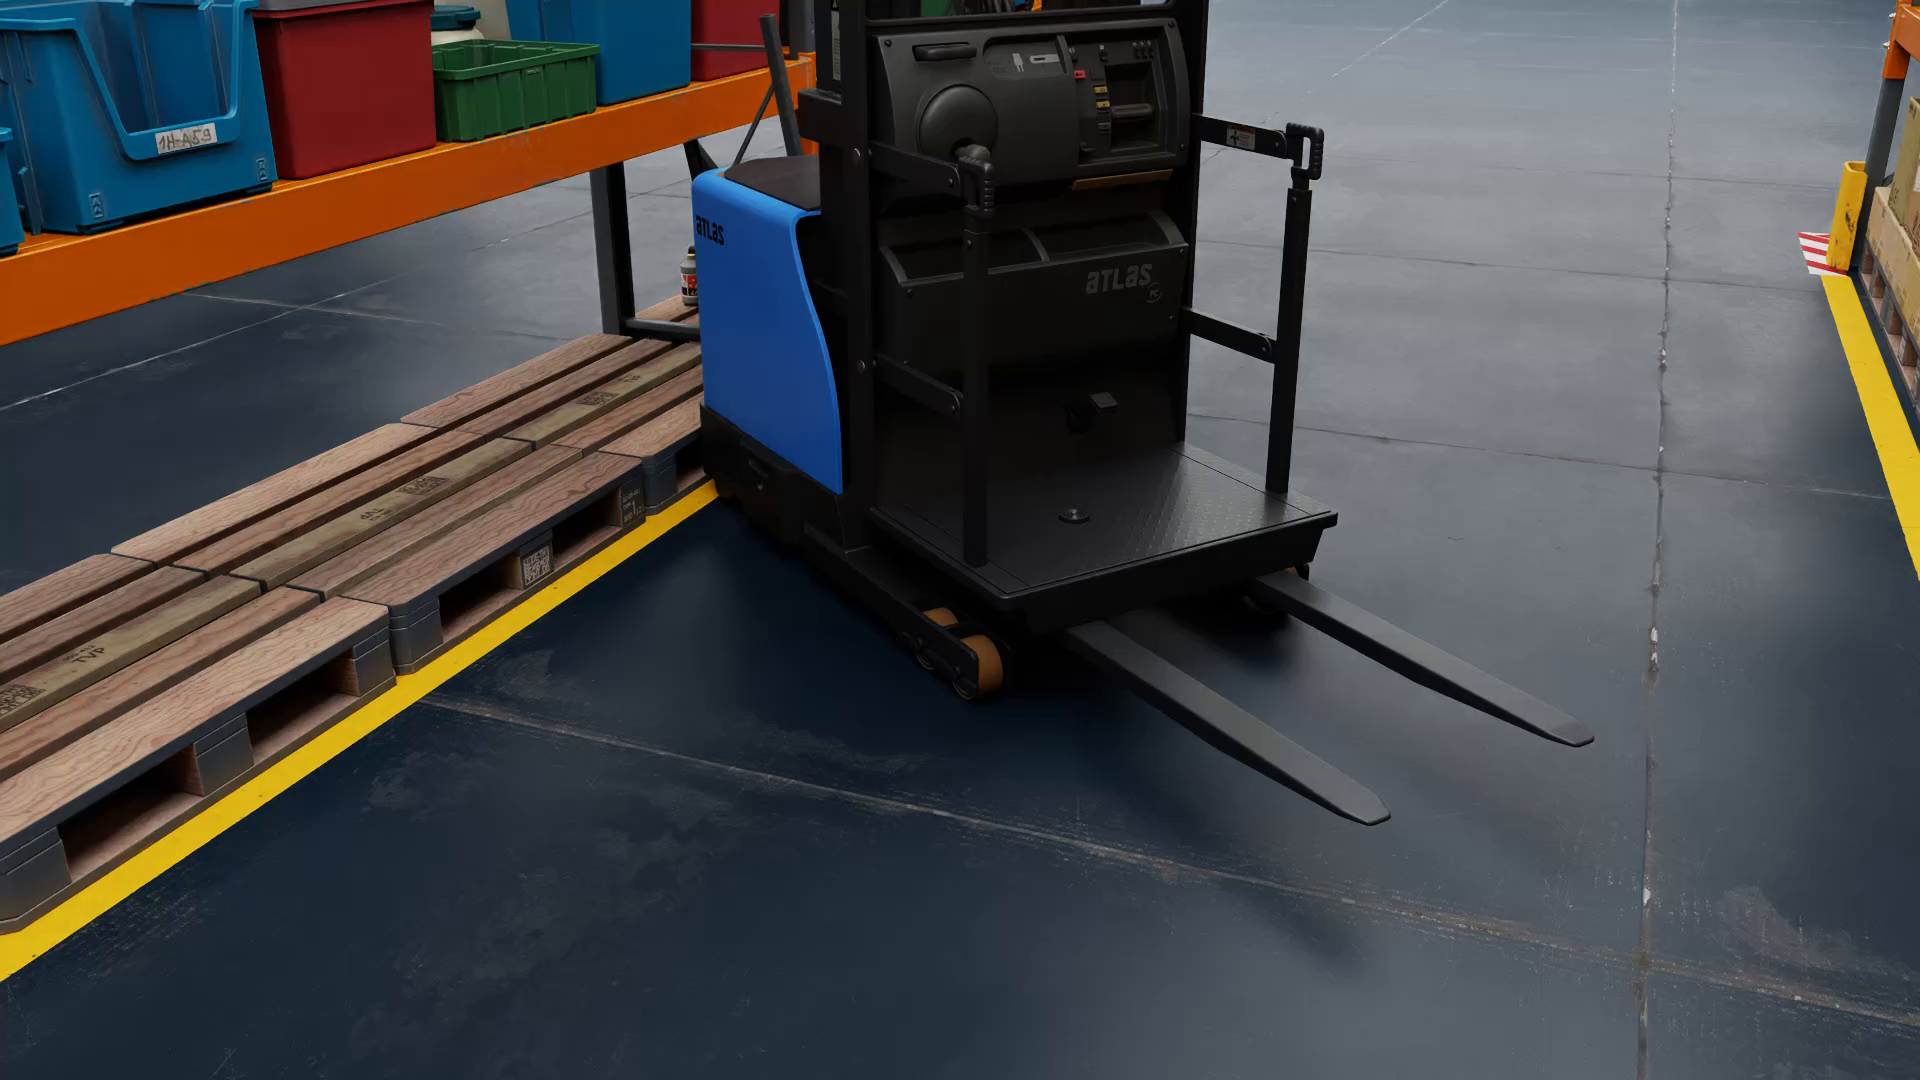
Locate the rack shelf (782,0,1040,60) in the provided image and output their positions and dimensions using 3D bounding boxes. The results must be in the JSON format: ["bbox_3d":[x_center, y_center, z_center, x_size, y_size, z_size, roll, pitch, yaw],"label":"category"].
[{"bbox_3d":[-0.244,-2.415,8.073,1.077,0.370,4.000,9,24,20],"label":"rack shelf"}]

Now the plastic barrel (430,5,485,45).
[{"bbox_3d":[-1.621,-1.516,5.167,0.301,0.262,0.301,0,23,0],"label":"plastic barrel"}]

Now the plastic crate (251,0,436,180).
[{"bbox_3d":[-1.589,-1.164,4.062,0.402,0.464,0.583,9,24,20],"label":"plastic crate"}]

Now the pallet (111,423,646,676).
[{"bbox_3d":[-1.694,-0.020,5.024,1.003,0.211,1.213,9,24,20],"label":"pallet"}]

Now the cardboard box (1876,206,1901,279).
[{"bbox_3d":[4.508,-1.338,7.583,0.500,0.250,0.500,9,24,20],"label":"cardboard box"}]

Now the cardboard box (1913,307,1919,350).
[{"bbox_3d":[3.947,-0.802,6.300,0.500,0.250,0.500,9,24,20],"label":"cardboard box"}]

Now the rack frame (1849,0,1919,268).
[{"bbox_3d":[5.096,-2.752,7.947,1.000,3.000,0.127,9,24,20],"label":"rack frame"}]

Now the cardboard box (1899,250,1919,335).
[{"bbox_3d":[4.132,-0.981,6.729,0.500,0.250,0.500,9,24,20],"label":"cardboard box"}]

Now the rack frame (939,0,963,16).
[{"bbox_3d":[-0.113,-1.531,6.331,0.500,1.500,0.032,13,37,33],"label":"rack frame"}]

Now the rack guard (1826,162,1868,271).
[{"bbox_3d":[5.105,-1.607,8.450,1.175,0.500,0.348,9,24,20],"label":"rack guard"}]

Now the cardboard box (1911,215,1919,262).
[{"bbox_3d":[4.131,-1.327,6.584,0.500,0.500,0.500,9,24,20],"label":"cardboard box"}]

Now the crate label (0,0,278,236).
[{"bbox_3d":[-1.853,-0.933,3.546,0.502,0.435,0.616,9,24,20],"label":"crate label"}]

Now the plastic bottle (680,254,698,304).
[{"bbox_3d":[-1.142,-1.118,7.094,0.097,0.201,0.097,0,23,0],"label":"plastic bottle"}]

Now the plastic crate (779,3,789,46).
[{"bbox_3d":[-0.675,-2.172,6.638,0.767,0.338,0.504,9,24,20],"label":"plastic crate"}]

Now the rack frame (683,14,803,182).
[{"bbox_3d":[-0.675,-1.028,5.649,0.500,1.500,0.032,13,37,33],"label":"rack frame"}]

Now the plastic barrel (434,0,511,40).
[{"bbox_3d":[-1.546,-1.783,5.451,0.433,0.535,0.433,0,23,0],"label":"plastic barrel"}]

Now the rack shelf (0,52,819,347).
[{"bbox_3d":[-1.730,-0.984,4.647,1.077,0.370,4.000,9,24,20],"label":"rack shelf"}]

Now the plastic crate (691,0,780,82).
[{"bbox_3d":[-0.883,-1.844,5.689,0.402,0.464,0.583,9,24,20],"label":"plastic crate"}]

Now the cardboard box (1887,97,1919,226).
[{"bbox_3d":[4.507,-1.684,7.440,0.500,0.500,0.500,9,24,20],"label":"cardboard box"}]

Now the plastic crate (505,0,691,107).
[{"bbox_3d":[-1.108,-1.585,5.173,0.392,0.384,0.575,9,24,20],"label":"plastic crate"}]

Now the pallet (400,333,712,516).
[{"bbox_3d":[-1.243,-0.458,6.073,1.003,0.211,1.213,9,24,20],"label":"pallet"}]

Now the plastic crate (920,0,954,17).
[{"bbox_3d":[-0.221,-2.379,7.328,0.450,0.188,0.662,9,24,20],"label":"plastic crate"}]

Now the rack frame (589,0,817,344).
[{"bbox_3d":[-0.987,-2.031,6.221,1.000,3.000,0.127,9,24,20],"label":"rack frame"}]

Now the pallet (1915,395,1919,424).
[{"bbox_3d":[3.945,-0.313,5.725,1.003,0.211,1.213,9,24,20],"label":"pallet"}]

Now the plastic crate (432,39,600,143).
[{"bbox_3d":[-1.372,-1.270,4.673,0.450,0.188,0.662,9,24,20],"label":"plastic crate"}]

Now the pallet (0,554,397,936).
[{"bbox_3d":[-2.149,0.415,3.982,1.003,0.211,1.213,9,24,20],"label":"pallet"}]

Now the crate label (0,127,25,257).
[{"bbox_3d":[-1.968,-0.620,3.059,0.303,0.233,0.416,9,24,20],"label":"crate label"}]

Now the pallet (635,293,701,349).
[{"bbox_3d":[-0.699,-0.979,7.320,1.003,0.211,1.213,9,24,20],"label":"pallet"}]

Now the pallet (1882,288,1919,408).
[{"bbox_3d":[4.396,-0.751,6.774,1.003,0.211,1.213,9,24,20],"label":"pallet"}]

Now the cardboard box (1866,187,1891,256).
[{"bbox_3d":[4.691,-1.517,8.013,0.500,0.250,0.500,9,24,20],"label":"cardboard box"}]

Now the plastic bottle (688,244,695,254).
[{"bbox_3d":[-1.115,-1.200,7.185,0.061,0.283,0.133,10,25,23],"label":"plastic bottle"}]

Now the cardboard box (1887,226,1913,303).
[{"bbox_3d":[4.322,-1.159,7.155,0.500,0.250,0.500,9,24,20],"label":"cardboard box"}]

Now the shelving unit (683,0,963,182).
[{"bbox_3d":[-0.399,-1.275,5.984,0.587,1.500,1.083,13,37,33],"label":"shelving unit"}]

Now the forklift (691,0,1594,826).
[{"bbox_3d":[0.323,-1.146,4.191,1.130,2.935,3.031,-13,26,-28],"label":"forklift"}]

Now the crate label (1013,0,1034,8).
[{"bbox_3d":[0.066,-2.782,7.972,0.502,0.435,0.616,9,24,20],"label":"crate label"}]

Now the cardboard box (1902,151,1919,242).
[{"bbox_3d":[4.333,-1.503,7.007,0.500,0.500,0.500,9,24,20],"label":"cardboard box"}]

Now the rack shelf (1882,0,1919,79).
[{"bbox_3d":[4.353,-1.705,6.372,1.077,0.370,4.000,9,24,20],"label":"rack shelf"}]

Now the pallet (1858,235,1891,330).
[{"bbox_3d":[4.851,-1.186,7.815,1.003,0.211,1.213,9,24,20],"label":"pallet"}]
